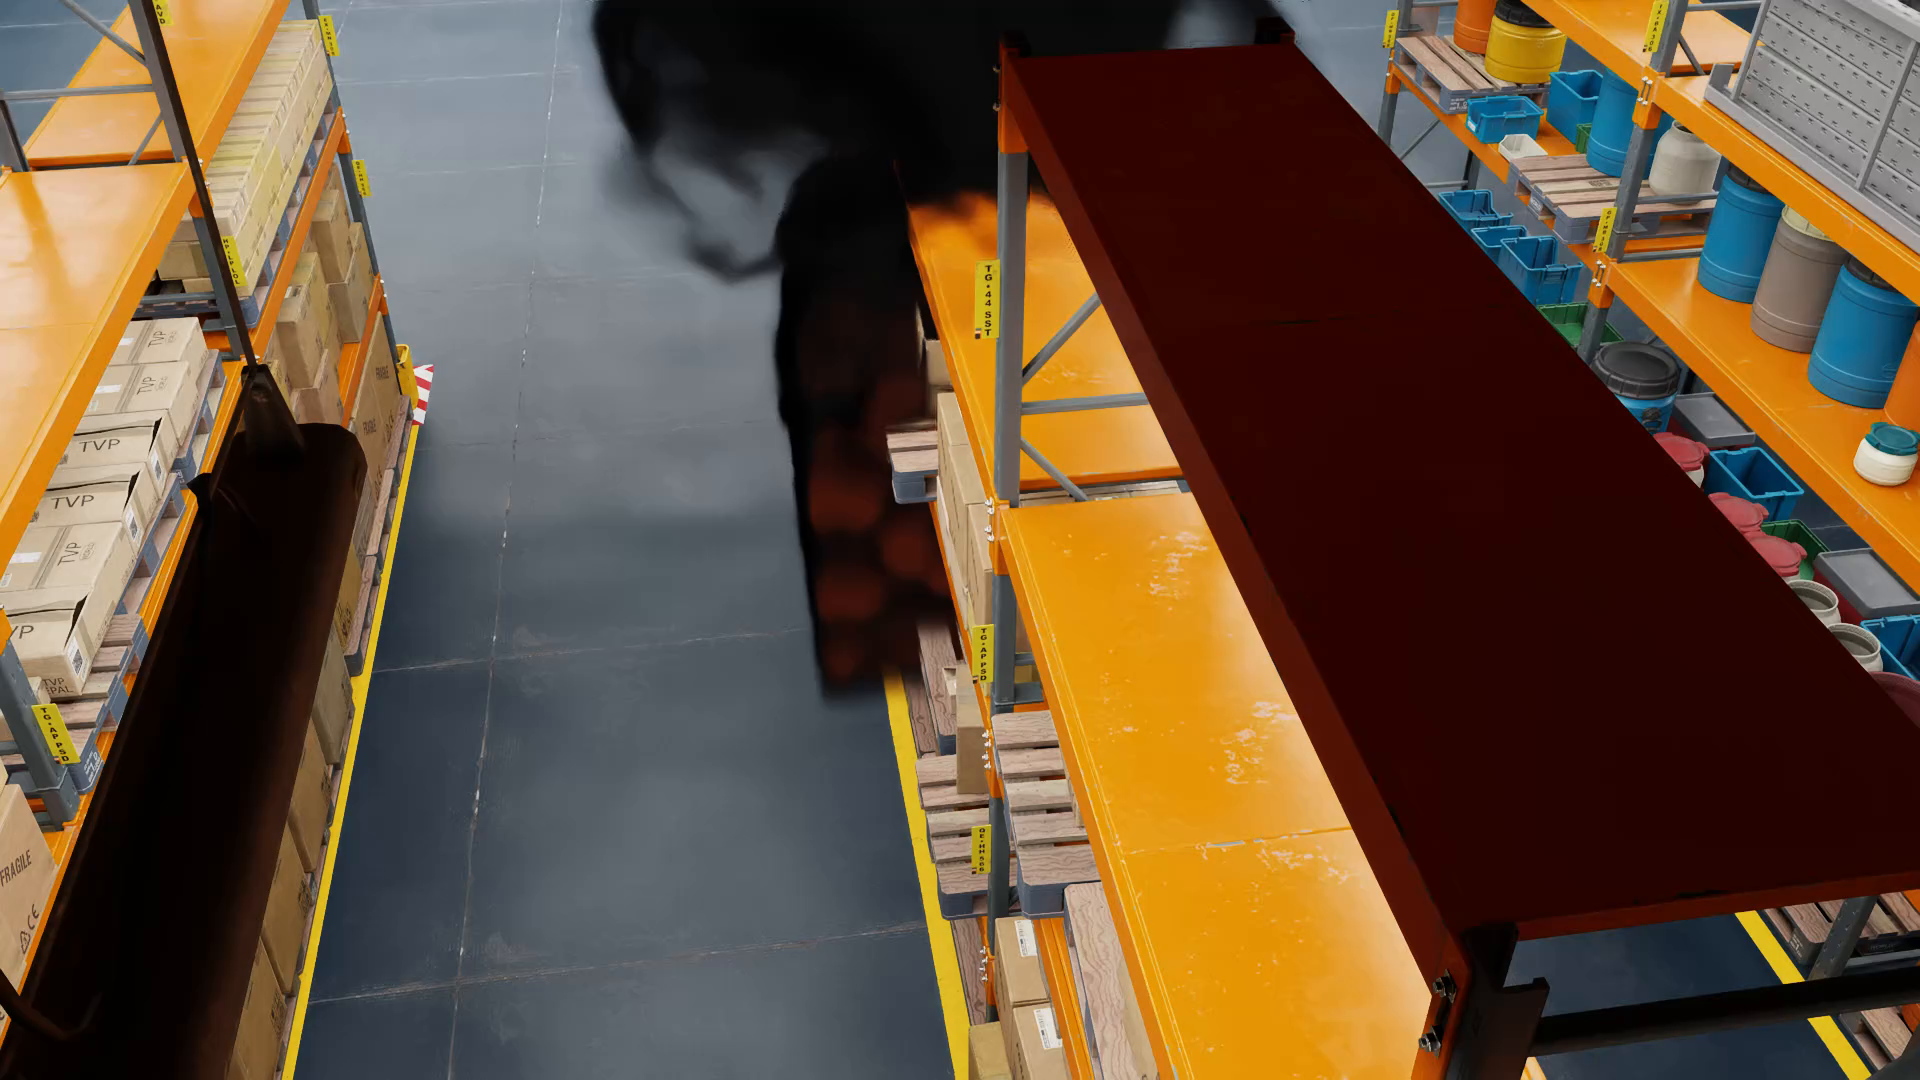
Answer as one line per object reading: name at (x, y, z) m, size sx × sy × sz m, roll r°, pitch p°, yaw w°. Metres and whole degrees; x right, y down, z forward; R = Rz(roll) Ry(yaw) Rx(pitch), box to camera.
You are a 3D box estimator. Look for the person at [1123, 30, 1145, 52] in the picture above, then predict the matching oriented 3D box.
person at (1.945, -5.017, 18.937) m, size 0.578 × 1.593 × 0.605 m, roll 10°, pitch 37°, yaw 13°
